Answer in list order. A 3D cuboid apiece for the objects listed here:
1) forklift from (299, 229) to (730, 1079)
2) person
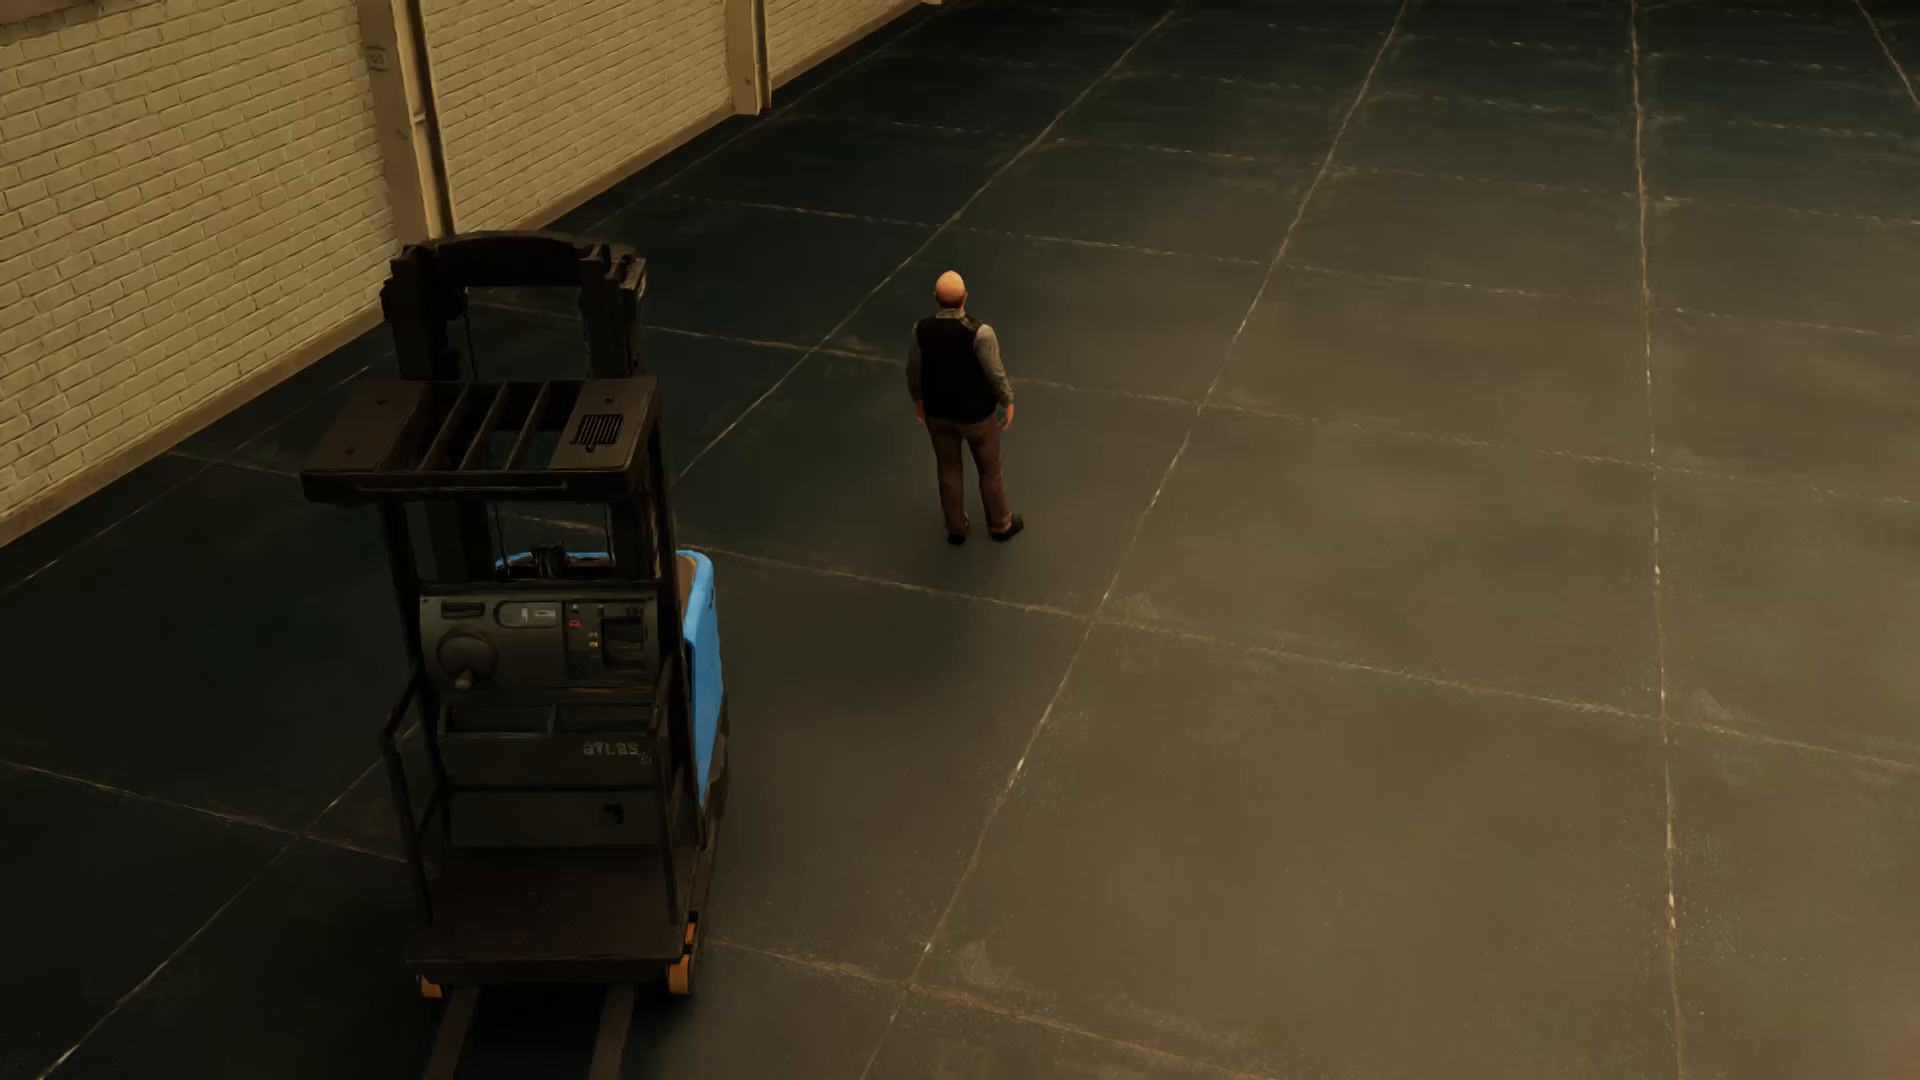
[{"bbox_3d":[-1.646,0.441,6.363,1.130,2.935,3.031,-1,30,-1],"label":"forklift"},{"bbox_3d":[0.028,-0.782,9.715,0.632,1.720,0.567,10,31,16],"label":"person"}]
